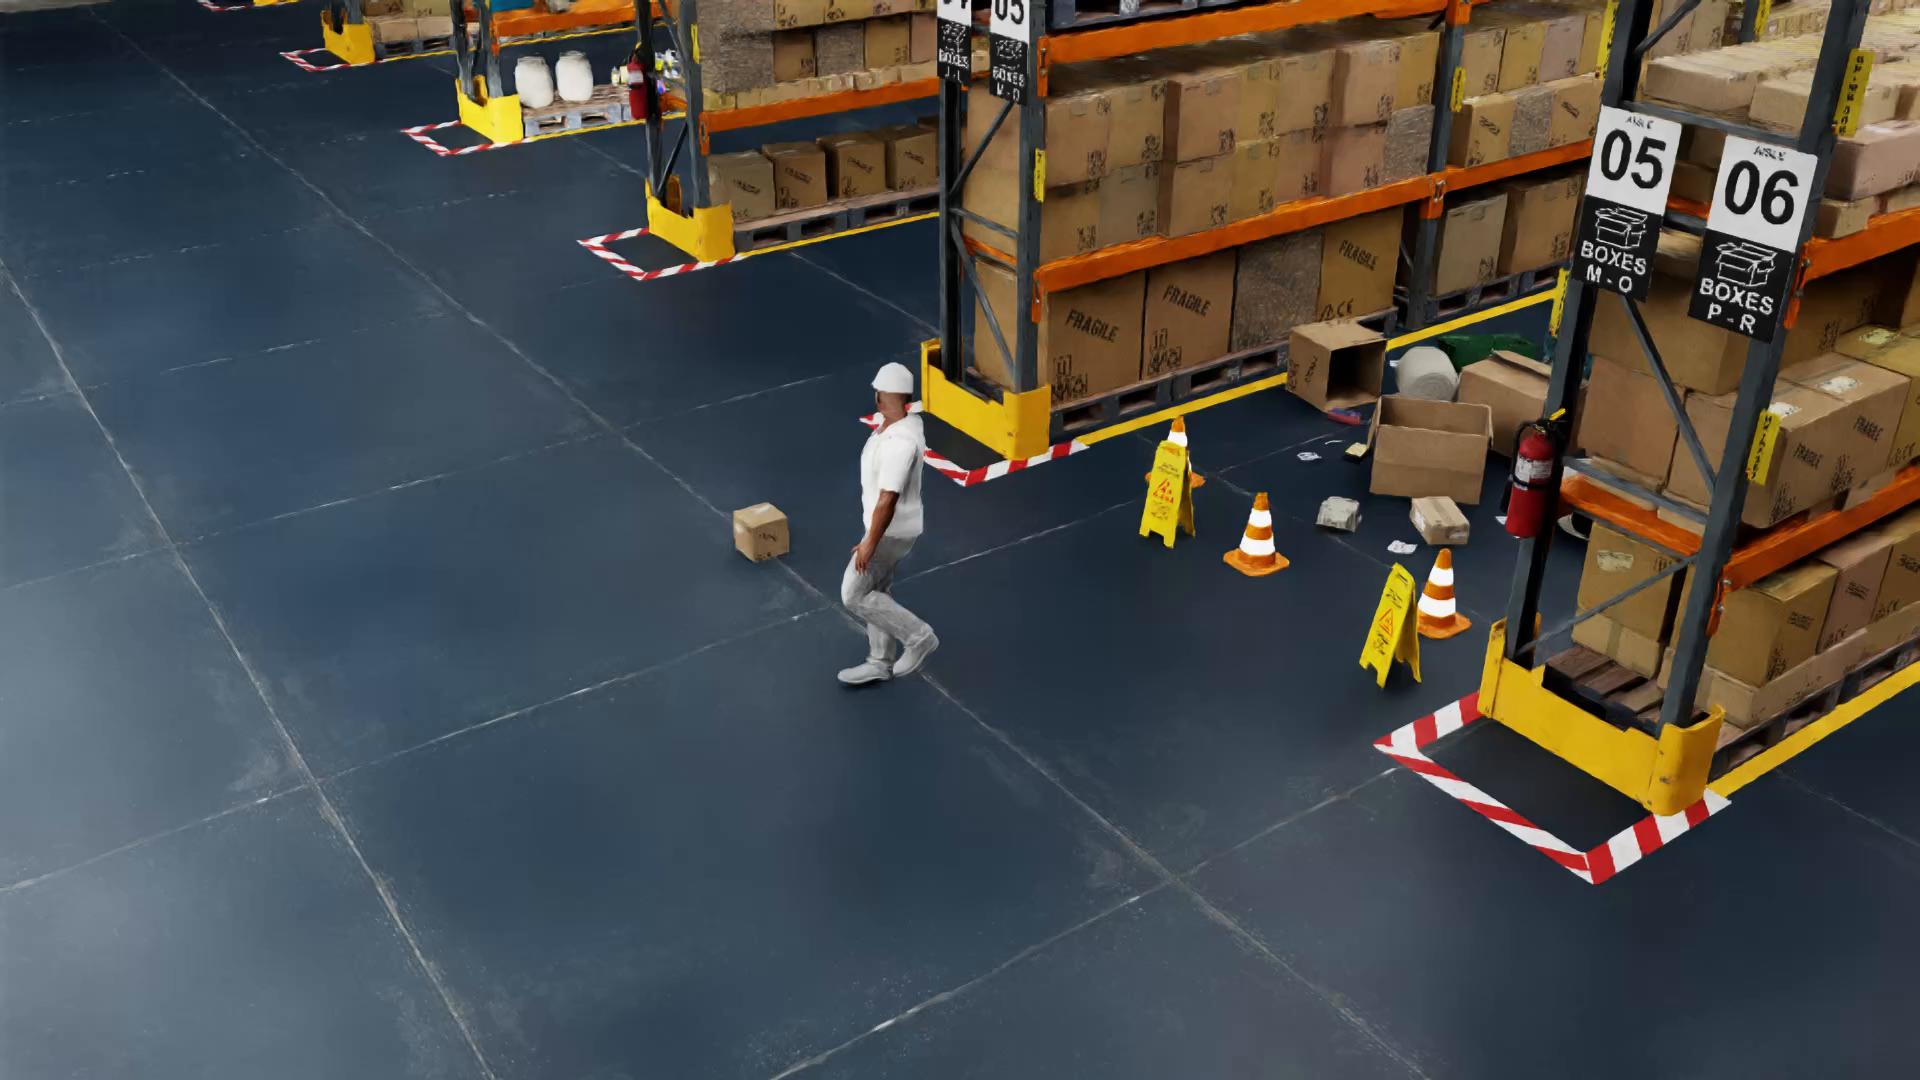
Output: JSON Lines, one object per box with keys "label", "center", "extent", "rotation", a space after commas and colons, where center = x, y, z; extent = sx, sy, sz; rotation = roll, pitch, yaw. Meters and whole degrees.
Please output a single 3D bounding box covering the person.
{"label": "person", "center": [-0.395, -0.078, 8.760], "extent": [0.549, 1.745, 0.644], "rotation": [-1, 28, -2]}
